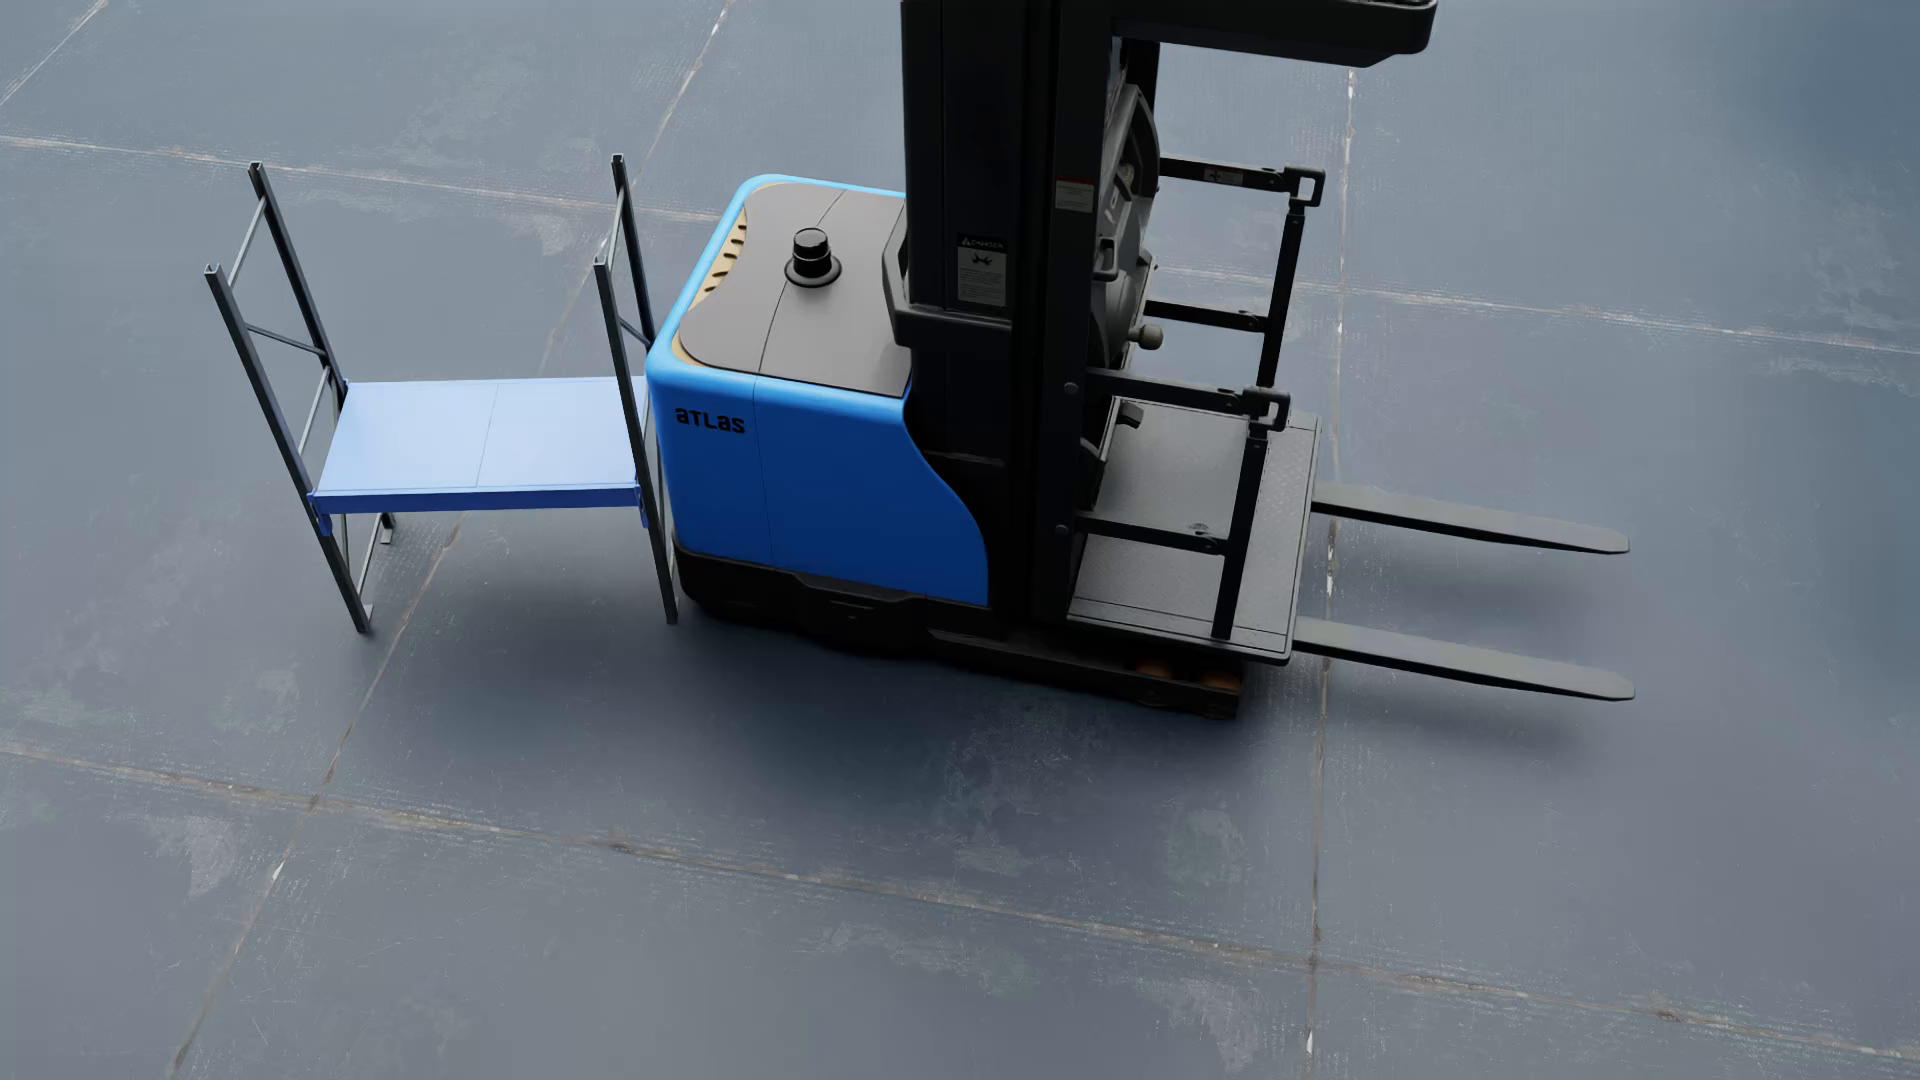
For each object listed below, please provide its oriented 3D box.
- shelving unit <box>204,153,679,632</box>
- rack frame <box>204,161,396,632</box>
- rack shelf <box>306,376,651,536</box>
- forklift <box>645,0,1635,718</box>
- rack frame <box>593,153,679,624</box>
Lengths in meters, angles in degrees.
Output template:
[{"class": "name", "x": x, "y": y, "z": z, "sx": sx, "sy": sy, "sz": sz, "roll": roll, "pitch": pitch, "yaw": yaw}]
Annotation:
[{"class": "shelving unit", "x": -1.470, "y": -0.397, "z": 5.098, "sx": 1.048, "sy": 1.500, "sz": 0.538, "roll": -2, "pitch": 48, "yaw": -1}, {"class": "rack frame", "x": -1.978, "y": -0.384, "z": 5.086, "sx": 0.032, "sy": 1.500, "sz": 0.500, "roll": -2, "pitch": 48, "yaw": -1}, {"class": "rack shelf", "x": -1.470, "y": -0.277, "z": 5.232, "sx": 1.000, "sy": 0.185, "sz": 0.538, "roll": -2, "pitch": 48, "yaw": -1}, {"class": "forklift", "x": 0.645, "y": -0.857, "z": 4.550, "sx": 3.031, "sy": 2.935, "sz": 1.130, "roll": 10, "pitch": 49, "yaw": 9}, {"class": "rack frame", "x": -0.962, "y": -0.410, "z": 5.110, "sx": 0.032, "sy": 1.500, "sz": 0.500, "roll": -2, "pitch": 48, "yaw": -1}]
